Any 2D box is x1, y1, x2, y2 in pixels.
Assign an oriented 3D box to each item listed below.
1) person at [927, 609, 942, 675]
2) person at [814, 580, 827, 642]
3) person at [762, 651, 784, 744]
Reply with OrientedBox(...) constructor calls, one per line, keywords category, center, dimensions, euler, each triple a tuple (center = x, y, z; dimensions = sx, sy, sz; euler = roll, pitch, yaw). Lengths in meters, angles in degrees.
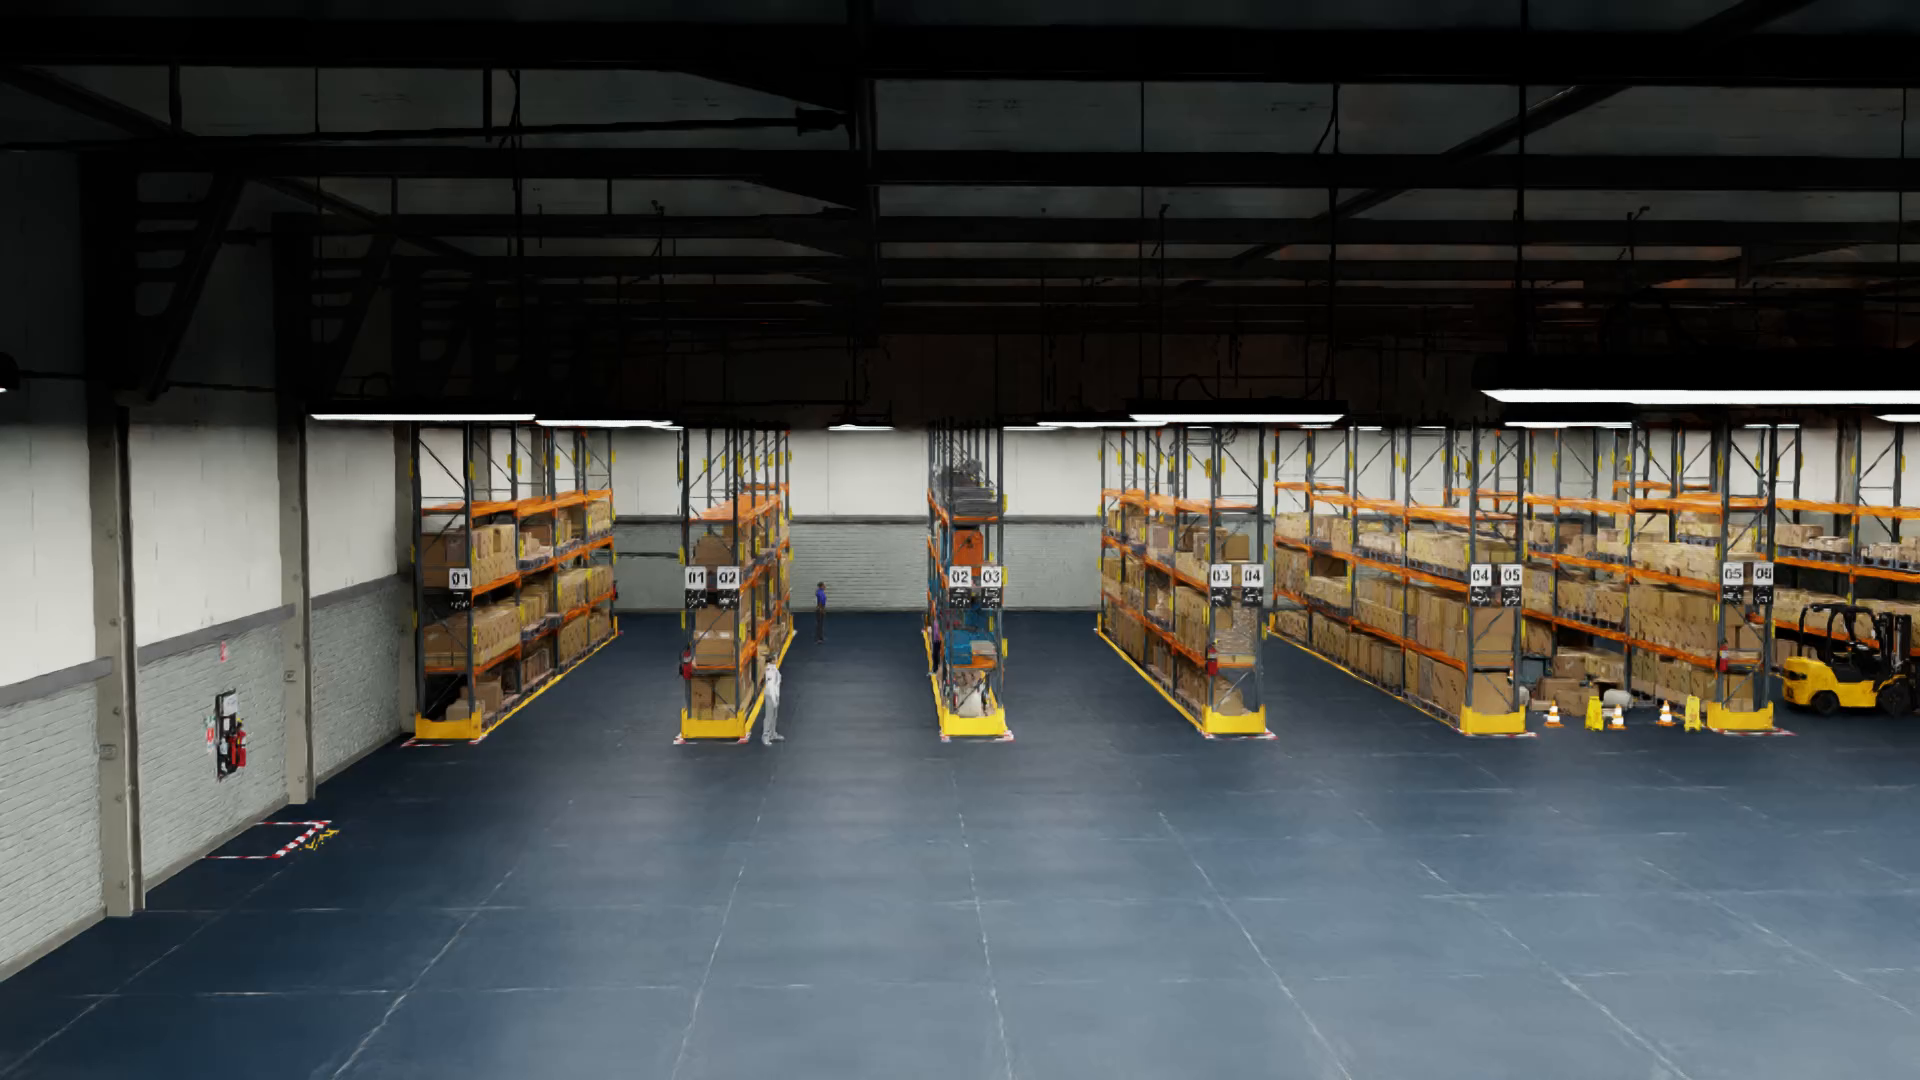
OrientedBox(category="person", center=(-0.416, 2.346, 38.513), dimensions=(0.581, 1.596, 0.501), euler=(3, 5, 43))
OrientedBox(category="person", center=(-3.794, 1.922, 45.320), dimensions=(0.369, 1.667, 0.609), euler=(0, 4, -7))
OrientedBox(category="person", center=(-3.451, 2.872, 30.583), dimensions=(0.367, 1.685, 0.632), euler=(0, 4, 3))
